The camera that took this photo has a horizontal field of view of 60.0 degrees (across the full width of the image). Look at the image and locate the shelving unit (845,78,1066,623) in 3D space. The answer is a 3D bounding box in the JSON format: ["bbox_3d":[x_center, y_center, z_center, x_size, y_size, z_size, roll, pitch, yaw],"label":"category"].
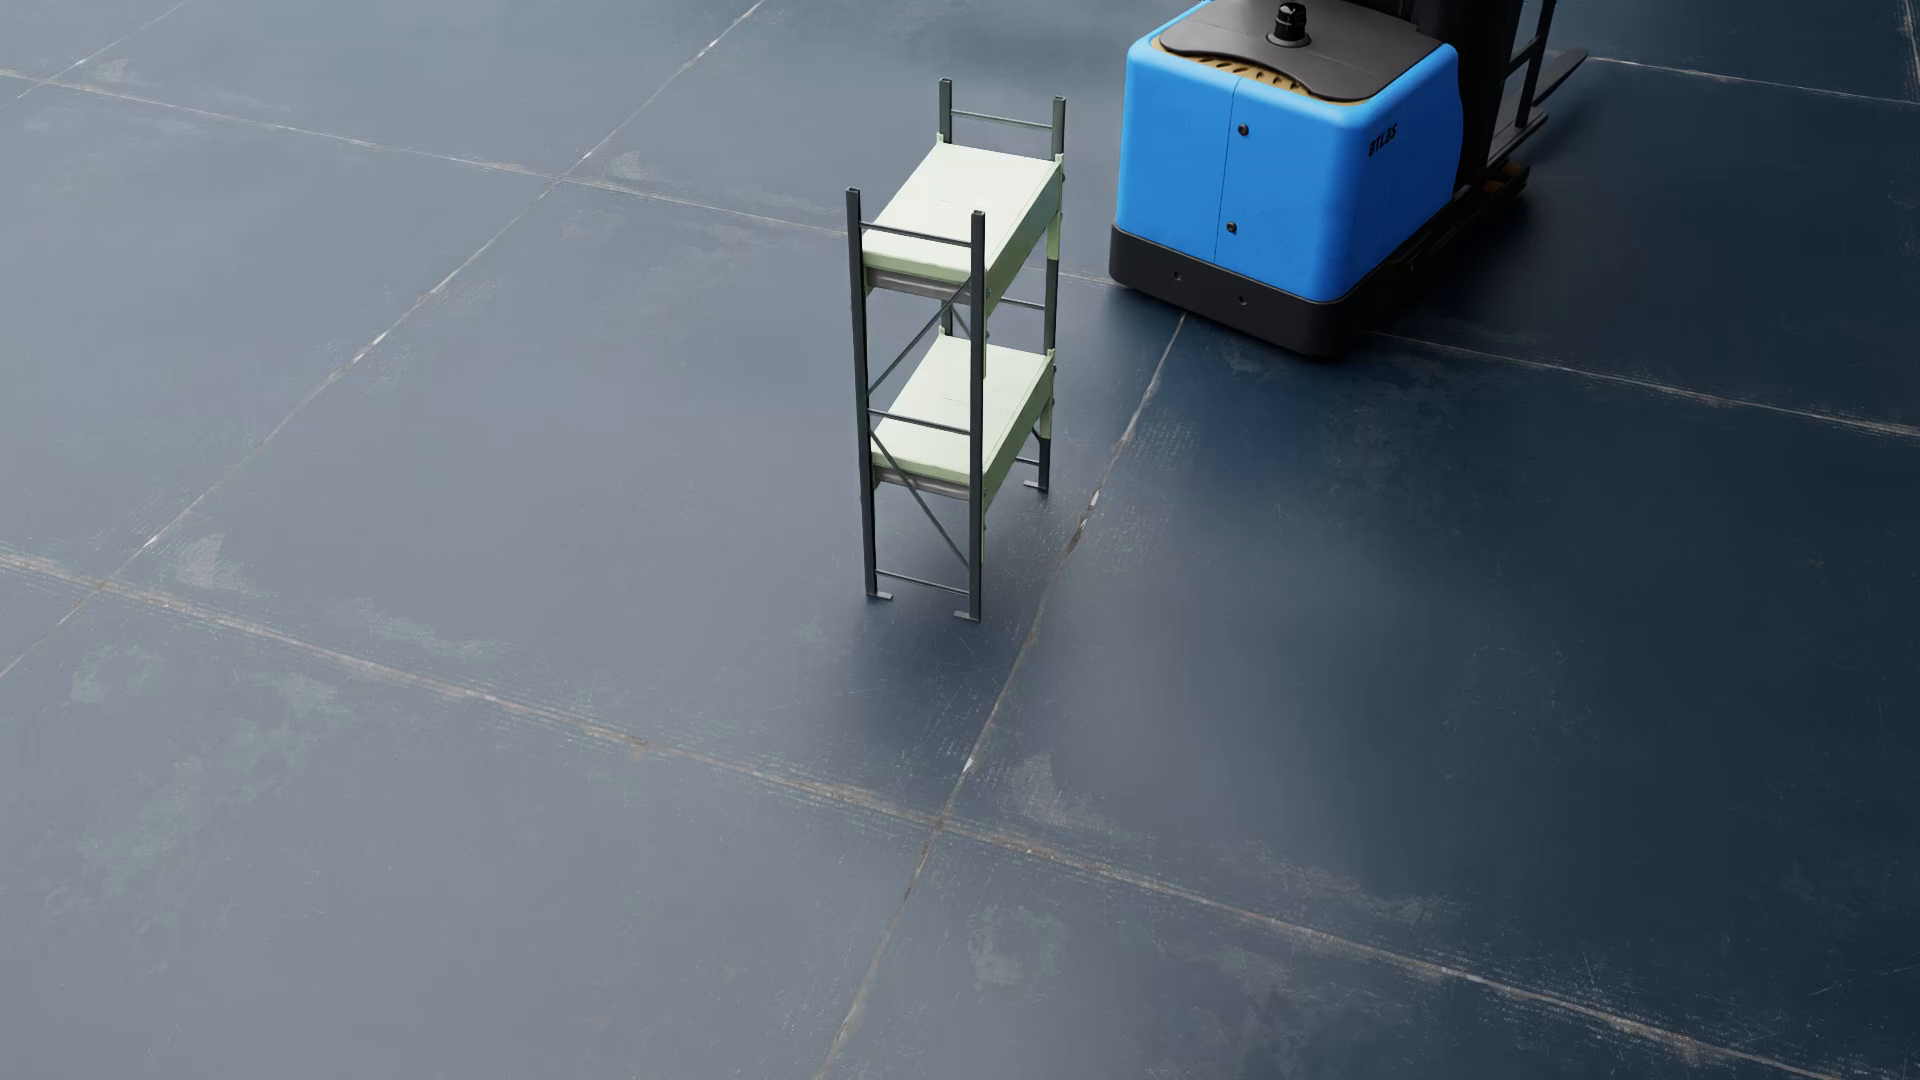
[{"bbox_3d":[0.002,-0.575,5.268,0.431,1.500,0.755,13,42,15],"label":"shelving unit"}]

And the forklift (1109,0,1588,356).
[{"bbox_3d":[1.923,-2.732,6.694,1.130,2.935,3.031,27,47,28],"label":"forklift"}]

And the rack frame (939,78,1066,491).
[{"bbox_3d":[0.127,-0.798,5.530,0.400,1.500,0.023,13,42,15],"label":"rack frame"}]

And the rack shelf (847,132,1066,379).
[{"bbox_3d":[0.002,-0.872,5.015,0.431,0.370,0.720,13,42,15],"label":"rack shelf"}]

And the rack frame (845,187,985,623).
[{"bbox_3d":[-0.123,-0.351,5.006,0.400,1.500,0.023,13,42,15],"label":"rack frame"}]

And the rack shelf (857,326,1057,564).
[{"bbox_3d":[0.002,-0.327,5.480,0.431,0.370,0.720,13,42,15],"label":"rack shelf"}]
